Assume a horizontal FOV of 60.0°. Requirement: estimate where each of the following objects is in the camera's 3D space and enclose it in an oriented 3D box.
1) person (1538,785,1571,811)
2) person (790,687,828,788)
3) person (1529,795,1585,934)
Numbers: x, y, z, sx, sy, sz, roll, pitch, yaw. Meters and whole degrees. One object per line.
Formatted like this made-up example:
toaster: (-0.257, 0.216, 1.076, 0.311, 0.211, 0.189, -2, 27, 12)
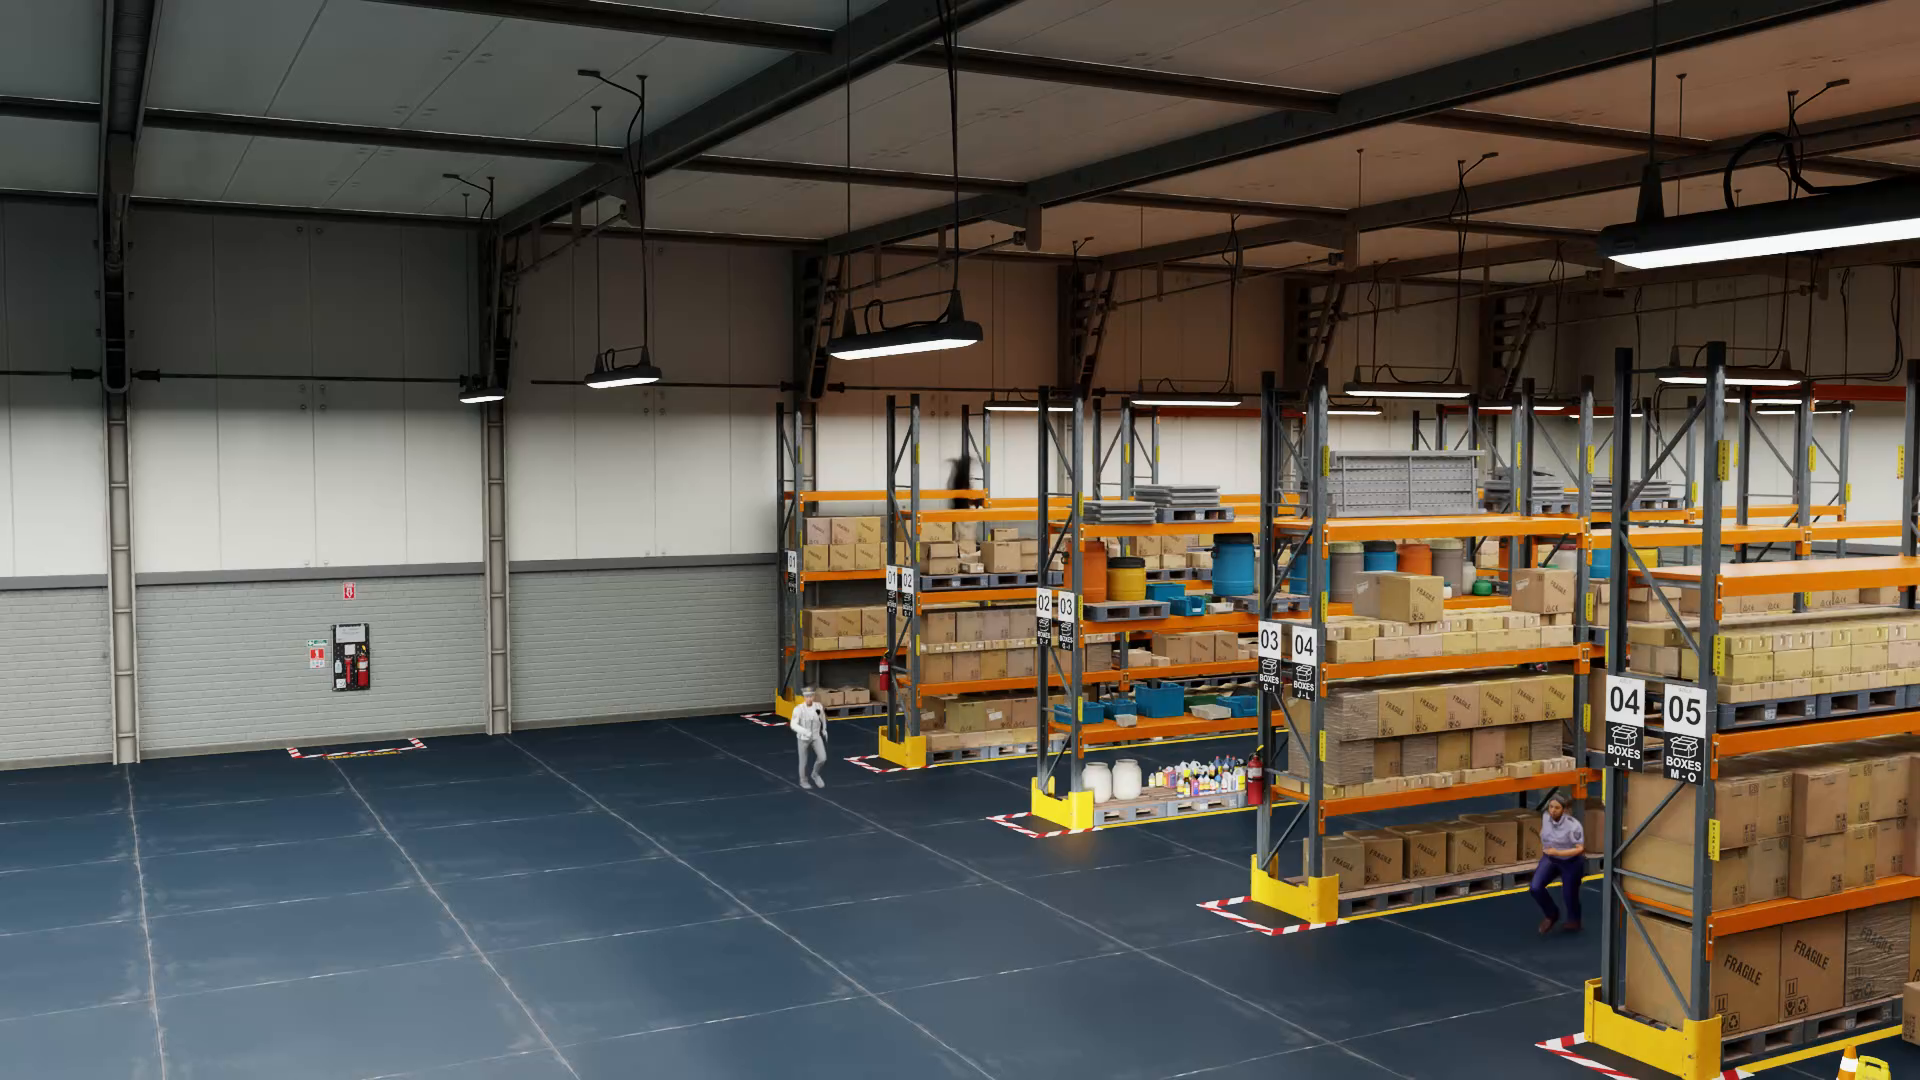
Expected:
person: (8.384, 2.950, 23.527, 0.766, 1.791, 0.659, -3, 4, -40)
person: (-2.240, 2.953, 24.742, 0.609, 1.595, 0.892, -1, 3, -15)
person: (6.316, 3.396, 17.465, 0.611, 1.517, 0.953, 3, 4, 42)
